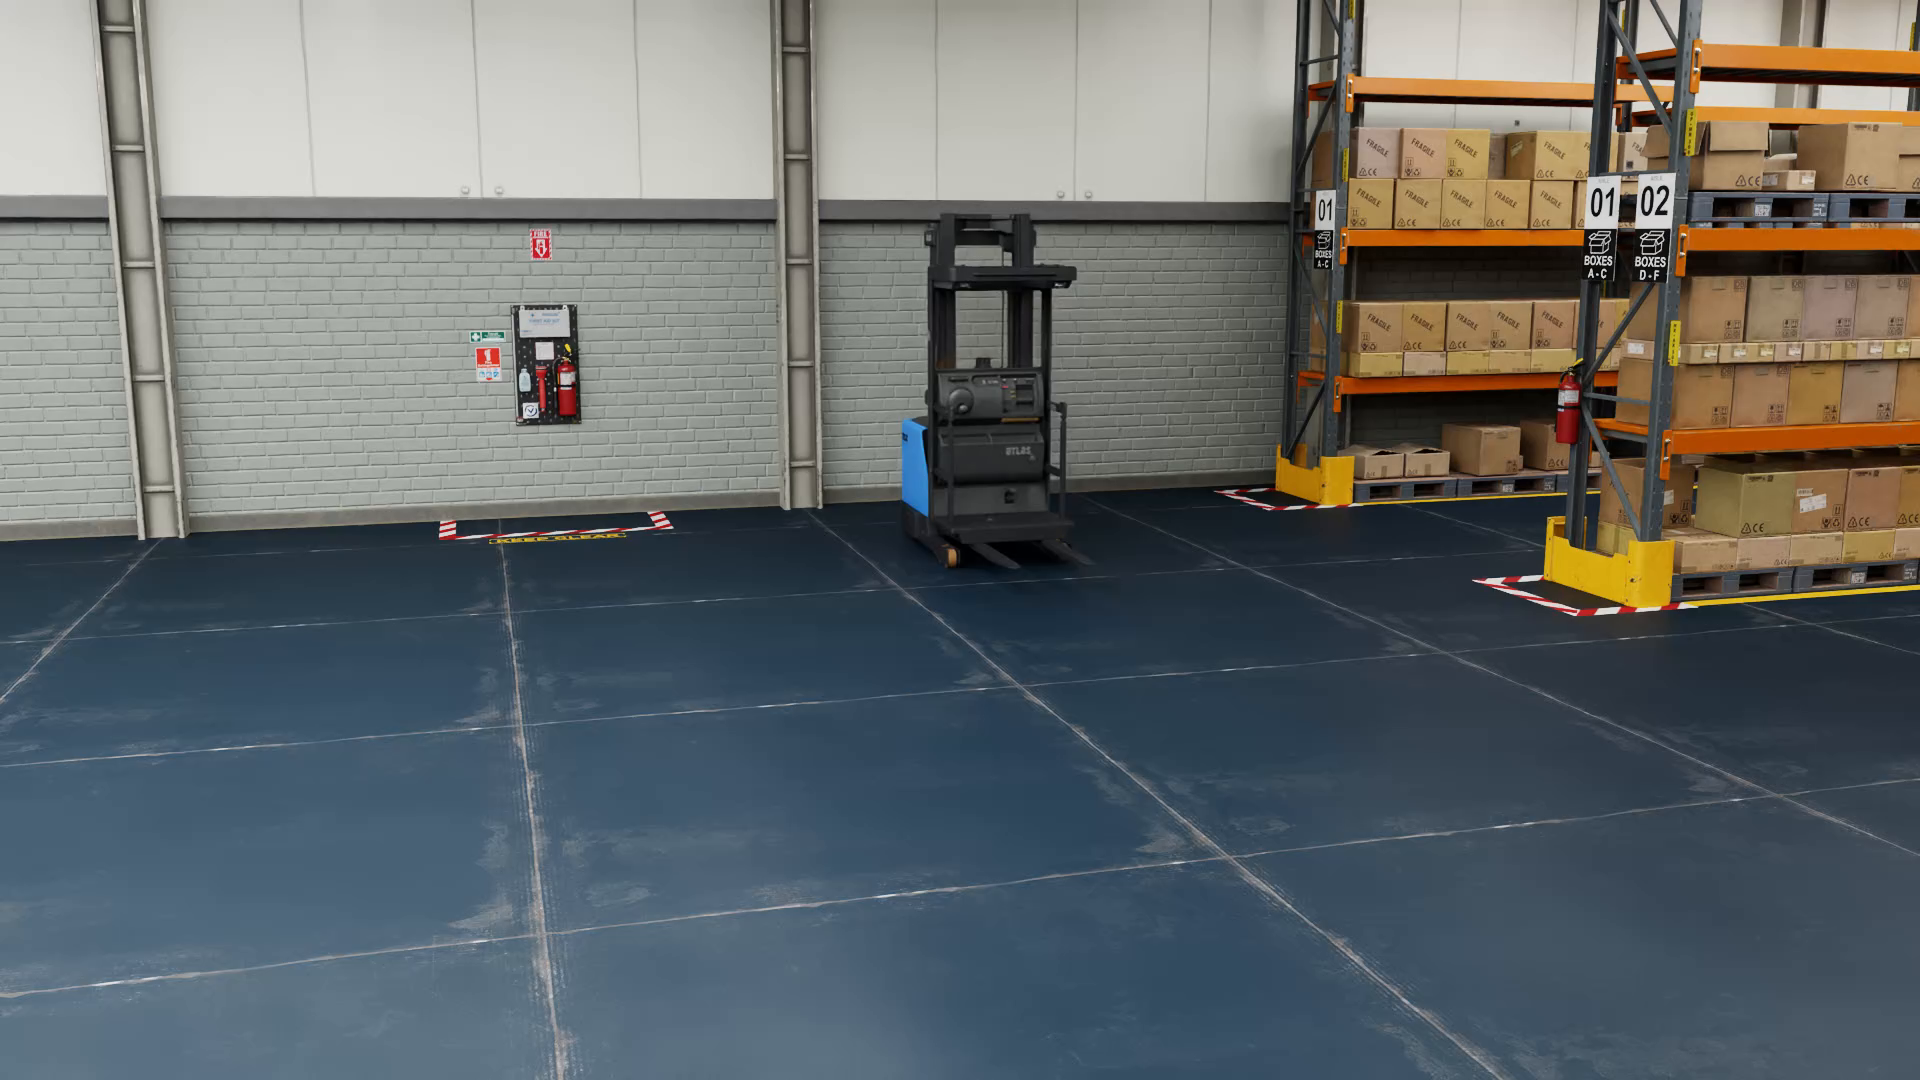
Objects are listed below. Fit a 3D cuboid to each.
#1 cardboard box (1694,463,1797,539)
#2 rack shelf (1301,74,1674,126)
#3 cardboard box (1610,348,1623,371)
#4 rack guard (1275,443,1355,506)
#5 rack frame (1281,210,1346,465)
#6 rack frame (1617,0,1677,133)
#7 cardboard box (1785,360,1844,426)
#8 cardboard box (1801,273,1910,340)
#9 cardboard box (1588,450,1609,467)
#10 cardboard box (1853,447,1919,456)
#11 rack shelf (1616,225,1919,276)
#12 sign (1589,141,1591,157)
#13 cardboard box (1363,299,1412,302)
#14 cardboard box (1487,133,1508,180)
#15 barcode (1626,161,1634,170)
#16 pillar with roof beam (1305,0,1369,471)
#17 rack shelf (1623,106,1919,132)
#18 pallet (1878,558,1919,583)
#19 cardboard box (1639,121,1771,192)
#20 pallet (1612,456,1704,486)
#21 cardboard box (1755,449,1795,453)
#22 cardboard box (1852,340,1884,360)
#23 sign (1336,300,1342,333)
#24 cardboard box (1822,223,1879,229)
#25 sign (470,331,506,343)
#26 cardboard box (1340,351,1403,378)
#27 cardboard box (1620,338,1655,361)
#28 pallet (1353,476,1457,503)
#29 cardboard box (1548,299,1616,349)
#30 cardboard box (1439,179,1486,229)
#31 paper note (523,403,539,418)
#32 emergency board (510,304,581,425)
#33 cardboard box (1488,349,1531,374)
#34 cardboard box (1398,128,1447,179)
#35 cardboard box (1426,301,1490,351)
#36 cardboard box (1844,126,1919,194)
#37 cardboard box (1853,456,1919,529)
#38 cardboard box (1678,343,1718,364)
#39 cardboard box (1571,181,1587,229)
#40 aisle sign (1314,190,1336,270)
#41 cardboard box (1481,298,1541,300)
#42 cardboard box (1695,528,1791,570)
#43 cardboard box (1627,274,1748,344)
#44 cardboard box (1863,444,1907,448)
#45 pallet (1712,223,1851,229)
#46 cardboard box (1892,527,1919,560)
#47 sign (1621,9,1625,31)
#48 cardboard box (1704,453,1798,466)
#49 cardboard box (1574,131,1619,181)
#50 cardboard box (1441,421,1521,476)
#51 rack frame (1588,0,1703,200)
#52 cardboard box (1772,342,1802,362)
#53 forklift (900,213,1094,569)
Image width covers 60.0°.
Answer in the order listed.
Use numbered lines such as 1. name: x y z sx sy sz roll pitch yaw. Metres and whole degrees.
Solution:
1. cardboard box: 6.143 -0.311 13.020 0.500 0.500 0.500 -3 11 -16
2. rack shelf: 5.618 -4.631 17.549 4.000 0.370 1.077 -3 11 -16
3. cardboard box: 7.169 -1.997 18.172 0.500 0.250 0.500 -3 11 -16
4. rack guard: 3.771 -0.710 17.724 0.348 0.500 1.175 -3 11 -16
5. rack frame: 3.698 -1.935 17.477 0.127 3.000 1.000 -3 11 -16
6. rack frame: 7.539 -5.088 18.033 0.127 3.000 1.000 -3 11 -16
7. cardboard box: 6.519 -1.196 13.187 0.500 0.500 0.700 -3 11 -16
8. cardboard box: 7.057 -1.864 13.231 0.500 0.500 0.700 -3 11 -16
9. cardboard box: 7.033 -0.928 18.618 0.250 0.166 0.380 -5 11 -23
10. cardboard box: 7.916 -0.504 14.066 0.500 0.500 0.500 -3 11 -16
11. rack shelf: 7.006 -2.297 13.144 4.000 0.370 1.077 -3 11 -16
12. sign: 4.948 -3.041 12.972 0.005 0.325 0.100 -3 11 -16
13. cardboard box: 4.577 -2.325 17.880 0.500 0.500 0.500 -3 11 -15
14. cardboard box: 5.524 -4.103 17.875 0.500 0.500 0.500 -3 11 -16
15. barcode: 5.241 -2.934 13.015 0.075 0.075 0.001 -3 11 -16
16. pillar with roof beam: 5.332 -4.323 13.878 0.400 9.000 9.100 -3 11 -16
17. rack shelf: 9.459 -4.639 18.684 4.000 0.370 1.077 -3 11 -16
18. pallet: 8.151 0.128 13.973 1.213 0.211 1.003 -3 11 -16
19. cardboard box: 5.639 -2.904 12.623 0.637 0.503 0.797 -2 11 -12
20. pallet: 8.286 -0.806 19.044 1.213 0.211 1.003 -3 11 -16
21. cardboard box: 9.224 -1.218 19.272 0.500 0.500 0.700 -3 11 -15
22. cardboard box: 6.999 -1.502 13.059 0.250 0.149 0.380 -3 11 -15
23. sign: 3.850 -2.267 16.886 0.005 0.325 0.100 -3 11 -16
24. cardboard box: 10.109 -3.826 19.124 0.637 0.503 0.797 -1 11 -8
25. sign: -4.569 -1.966 16.081 0.331 0.109 0.001 -3 11 -16
26. cardboard box: 4.255 -1.841 17.323 0.500 0.250 0.500 -3 11 -18
27. cardboard box: 5.400 -1.495 13.017 0.250 0.149 0.380 -3 11 -17
28. pallet: 4.561 -0.603 17.940 1.213 0.211 1.003 -3 11 -16
29. cardboard box: 6.693 -2.339 17.956 0.500 0.500 0.500 -3 11 -16
30. cardboard box: 5.112 -3.491 17.311 0.500 0.500 0.500 -2 11 -13
31. paper note: -4.205 -1.269 16.290 0.142 0.148 0.016 -3 11 -16
32. emergency board: -4.016 -1.699 16.194 0.643 1.169 0.194 -3 11 -16
33. cardboard box: 5.727 -1.919 17.750 0.500 0.250 0.500 -3 11 -15
34. cardboard box: 4.632 -3.955 17.071 0.500 0.500 0.500 -3 11 -17
35. cardboard box: 5.216 -2.260 17.531 0.500 0.500 0.500 -3 11 -18
36. cardboard box: 7.310 -3.017 13.235 0.637 0.503 0.797 -2 11 -10
37. cardboard box: 7.580 -0.389 13.442 0.500 0.500 0.500 -3 11 -16
38. cardboard box: 5.523 -1.425 12.637 0.250 0.149 0.380 -3 11 -16
39. cardboard box: 6.634 -3.580 17.795 0.500 0.500 0.500 -4 11 -21
40. aisle sign: 3.713 -3.158 16.938 0.004 0.787 0.394 -3 11 -16
41. cardboard box: 6.051 -2.405 18.318 0.500 0.500 0.500 -3 11 -14
42. cardboard box: 6.142 0.057 13.089 0.500 0.250 0.500 -3 11 -16
43. cardboard box: 5.589 -1.786 12.805 0.500 0.500 0.700 -3 11 -16
44. cardboard box: 10.702 -1.282 19.615 0.500 0.500 0.700 -3 11 -15
45. pallet: 9.156 -3.586 18.679 1.003 0.211 1.213 -3 11 -16
46. cardboard box: 7.584 -0.018 13.497 0.500 0.250 0.500 -3 11 -16
47. sign: 7.378 -5.721 18.457 0.005 0.325 0.100 -3 11 -16
48. cardboard box: 6.474 -0.429 13.660 0.500 0.500 0.500 -3 11 -16
49. cardboard box: 6.607 -4.061 17.648 0.500 0.500 0.500 -2 11 -13
50. cardboard box: 5.653 -0.999 18.080 0.500 0.500 0.700 -4 11 -20
51. rack frame: 5.086 -4.025 12.257 0.127 3.000 1.000 -3 11 -16
52. cardboard box: 6.259 -1.463 12.847 0.250 0.149 0.380 -3 11 -17
53. forklift: 0.325 -1.285 14.133 1.130 2.935 3.031 -3 11 -15
